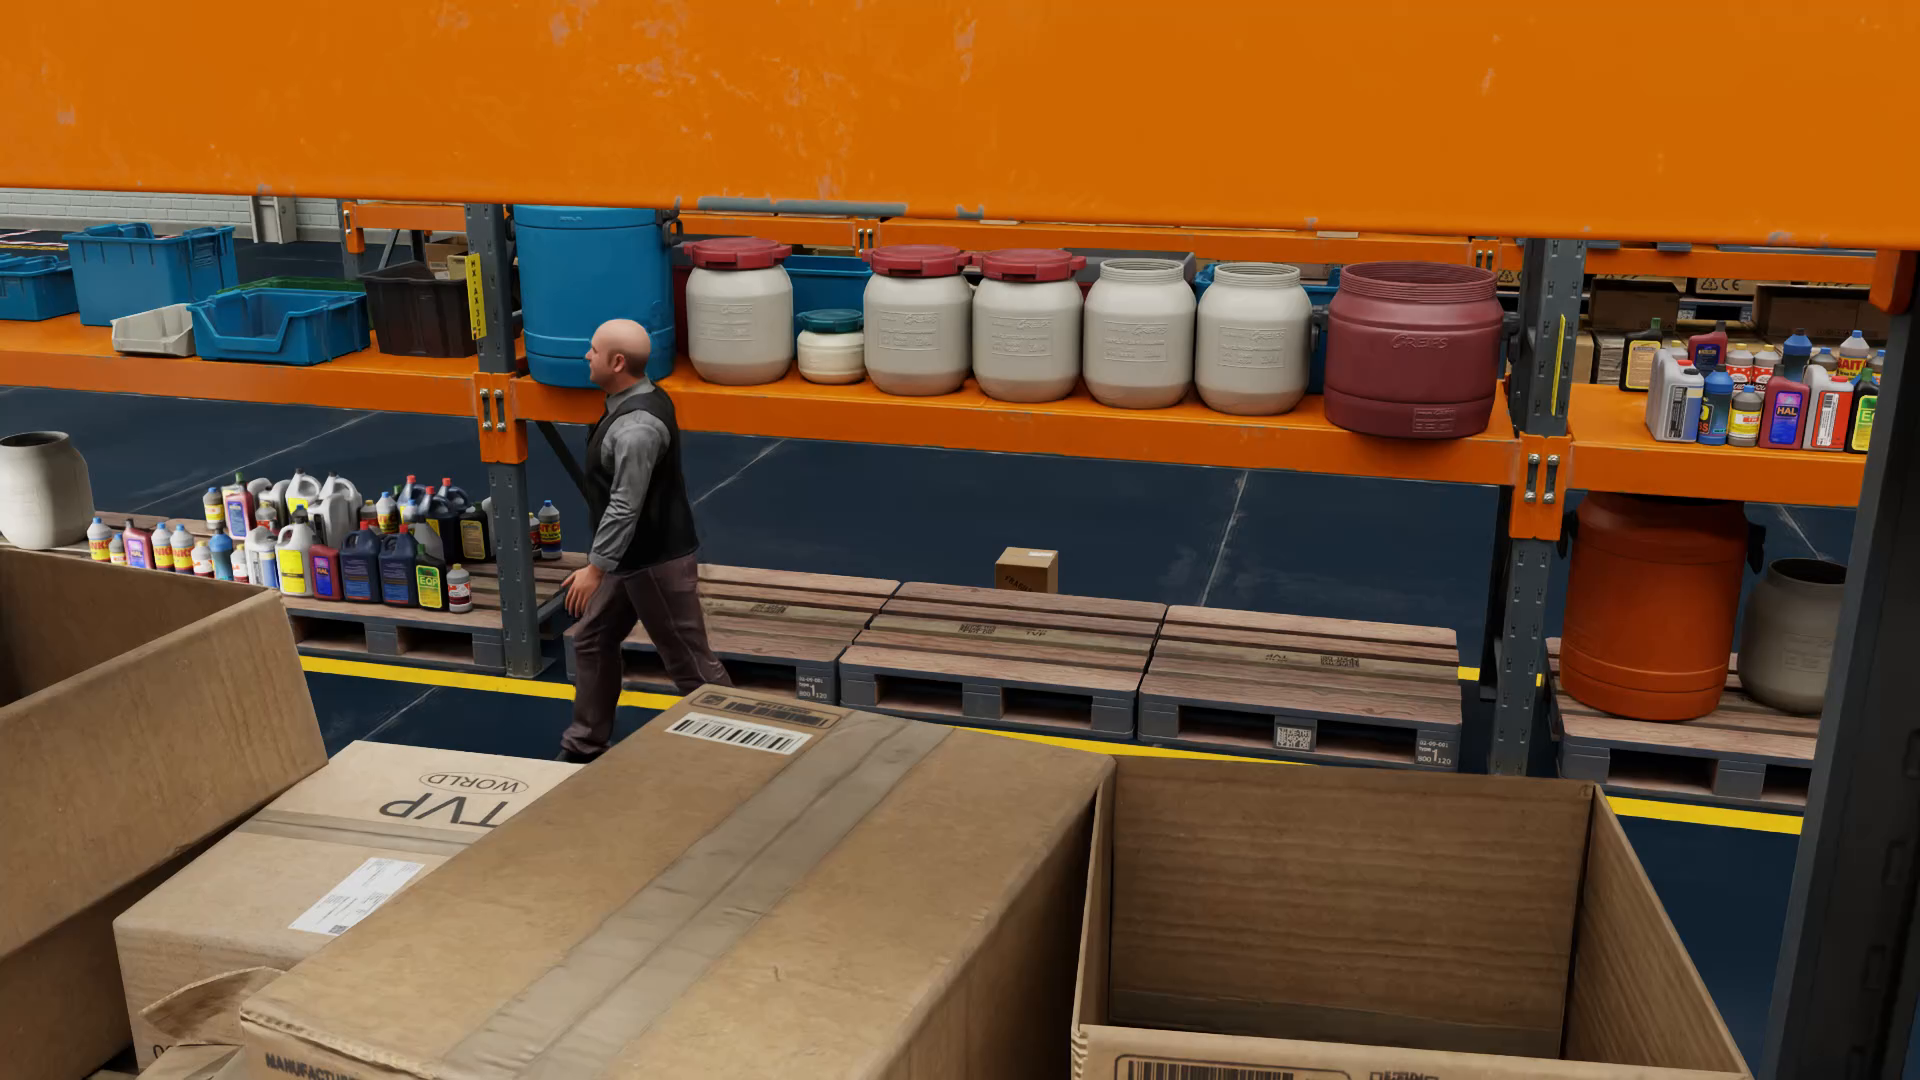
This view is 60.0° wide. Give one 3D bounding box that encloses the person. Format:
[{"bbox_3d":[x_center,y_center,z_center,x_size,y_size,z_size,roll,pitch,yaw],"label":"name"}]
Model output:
[{"bbox_3d":[-1.152,0.091,5.841,0.832,1.745,0.567,-4,19,-12],"label":"person"}]
